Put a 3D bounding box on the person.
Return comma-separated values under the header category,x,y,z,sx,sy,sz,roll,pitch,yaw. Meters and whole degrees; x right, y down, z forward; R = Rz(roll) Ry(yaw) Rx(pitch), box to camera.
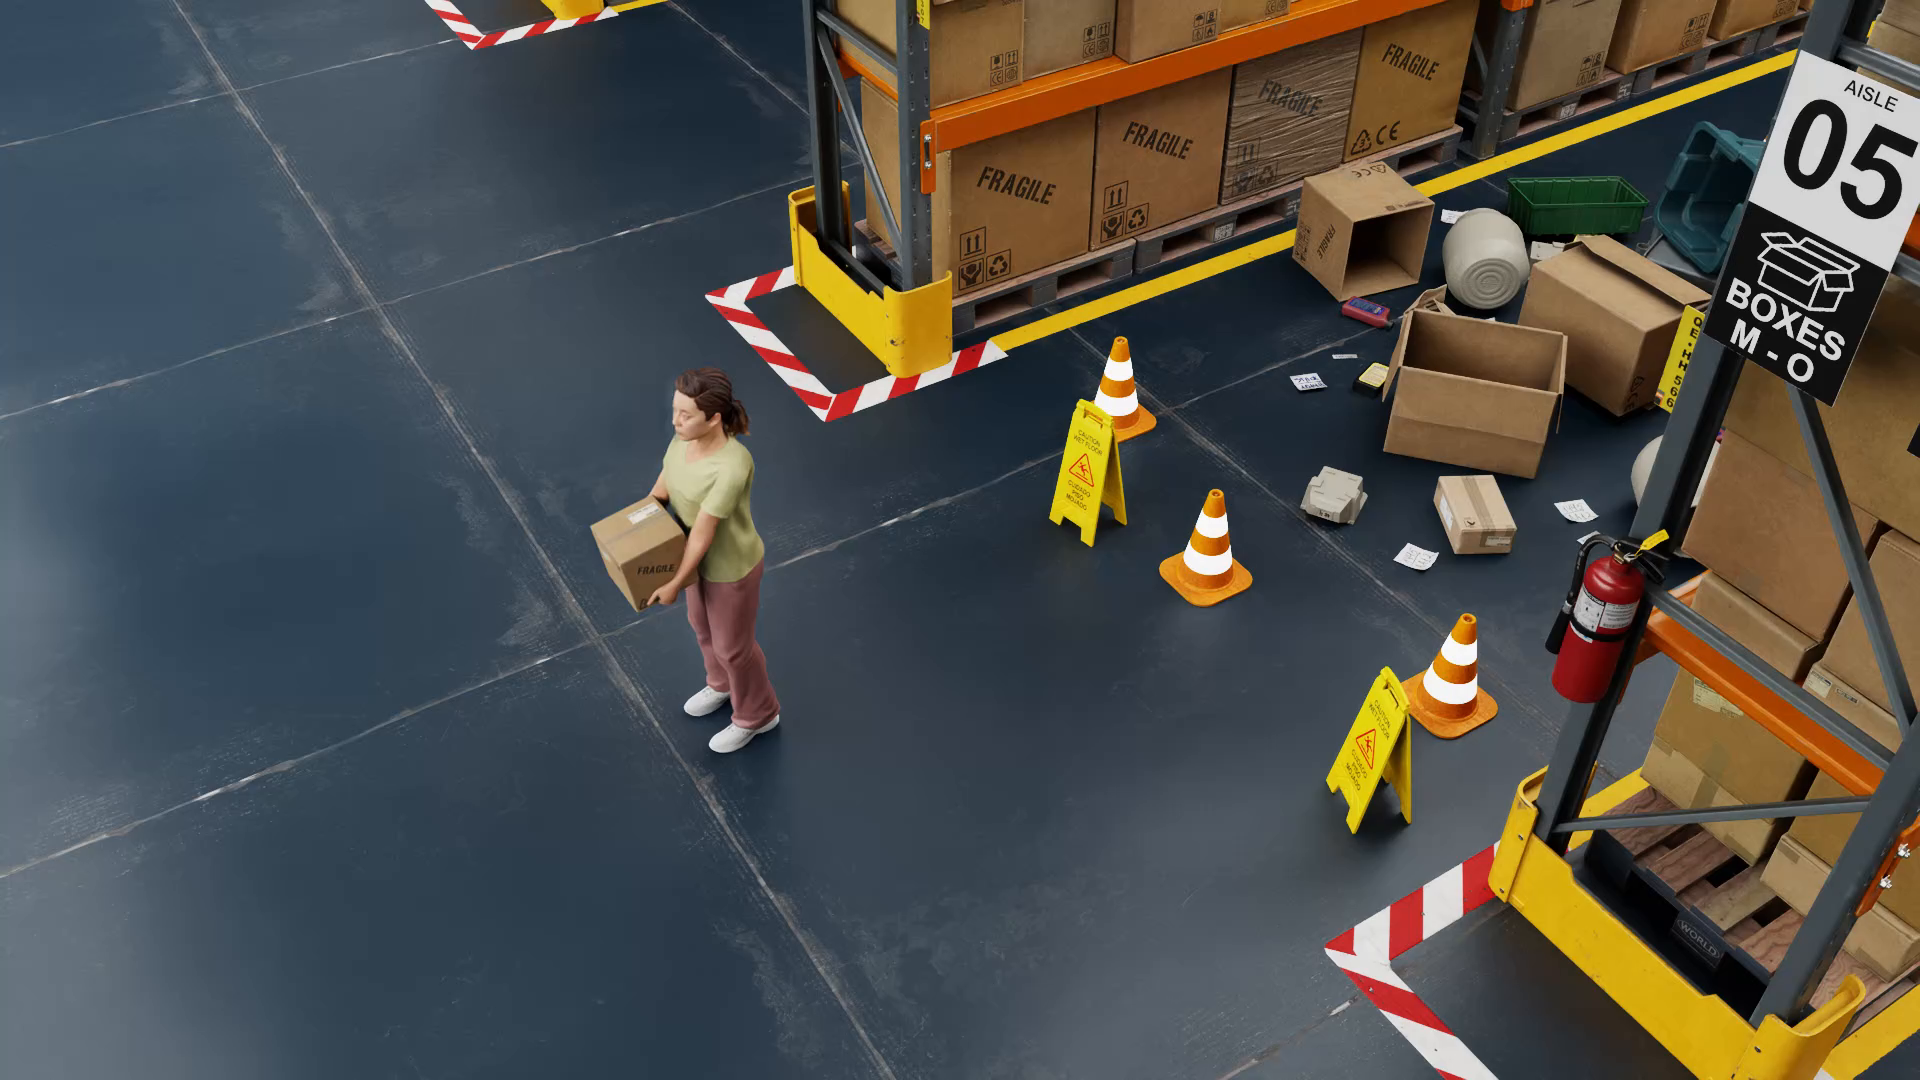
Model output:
category,x,y,z,sx,sy,sz,roll,pitch,yaw
person,-0.949,0.103,6.050,0.517,1.668,0.406,-23,46,-24
